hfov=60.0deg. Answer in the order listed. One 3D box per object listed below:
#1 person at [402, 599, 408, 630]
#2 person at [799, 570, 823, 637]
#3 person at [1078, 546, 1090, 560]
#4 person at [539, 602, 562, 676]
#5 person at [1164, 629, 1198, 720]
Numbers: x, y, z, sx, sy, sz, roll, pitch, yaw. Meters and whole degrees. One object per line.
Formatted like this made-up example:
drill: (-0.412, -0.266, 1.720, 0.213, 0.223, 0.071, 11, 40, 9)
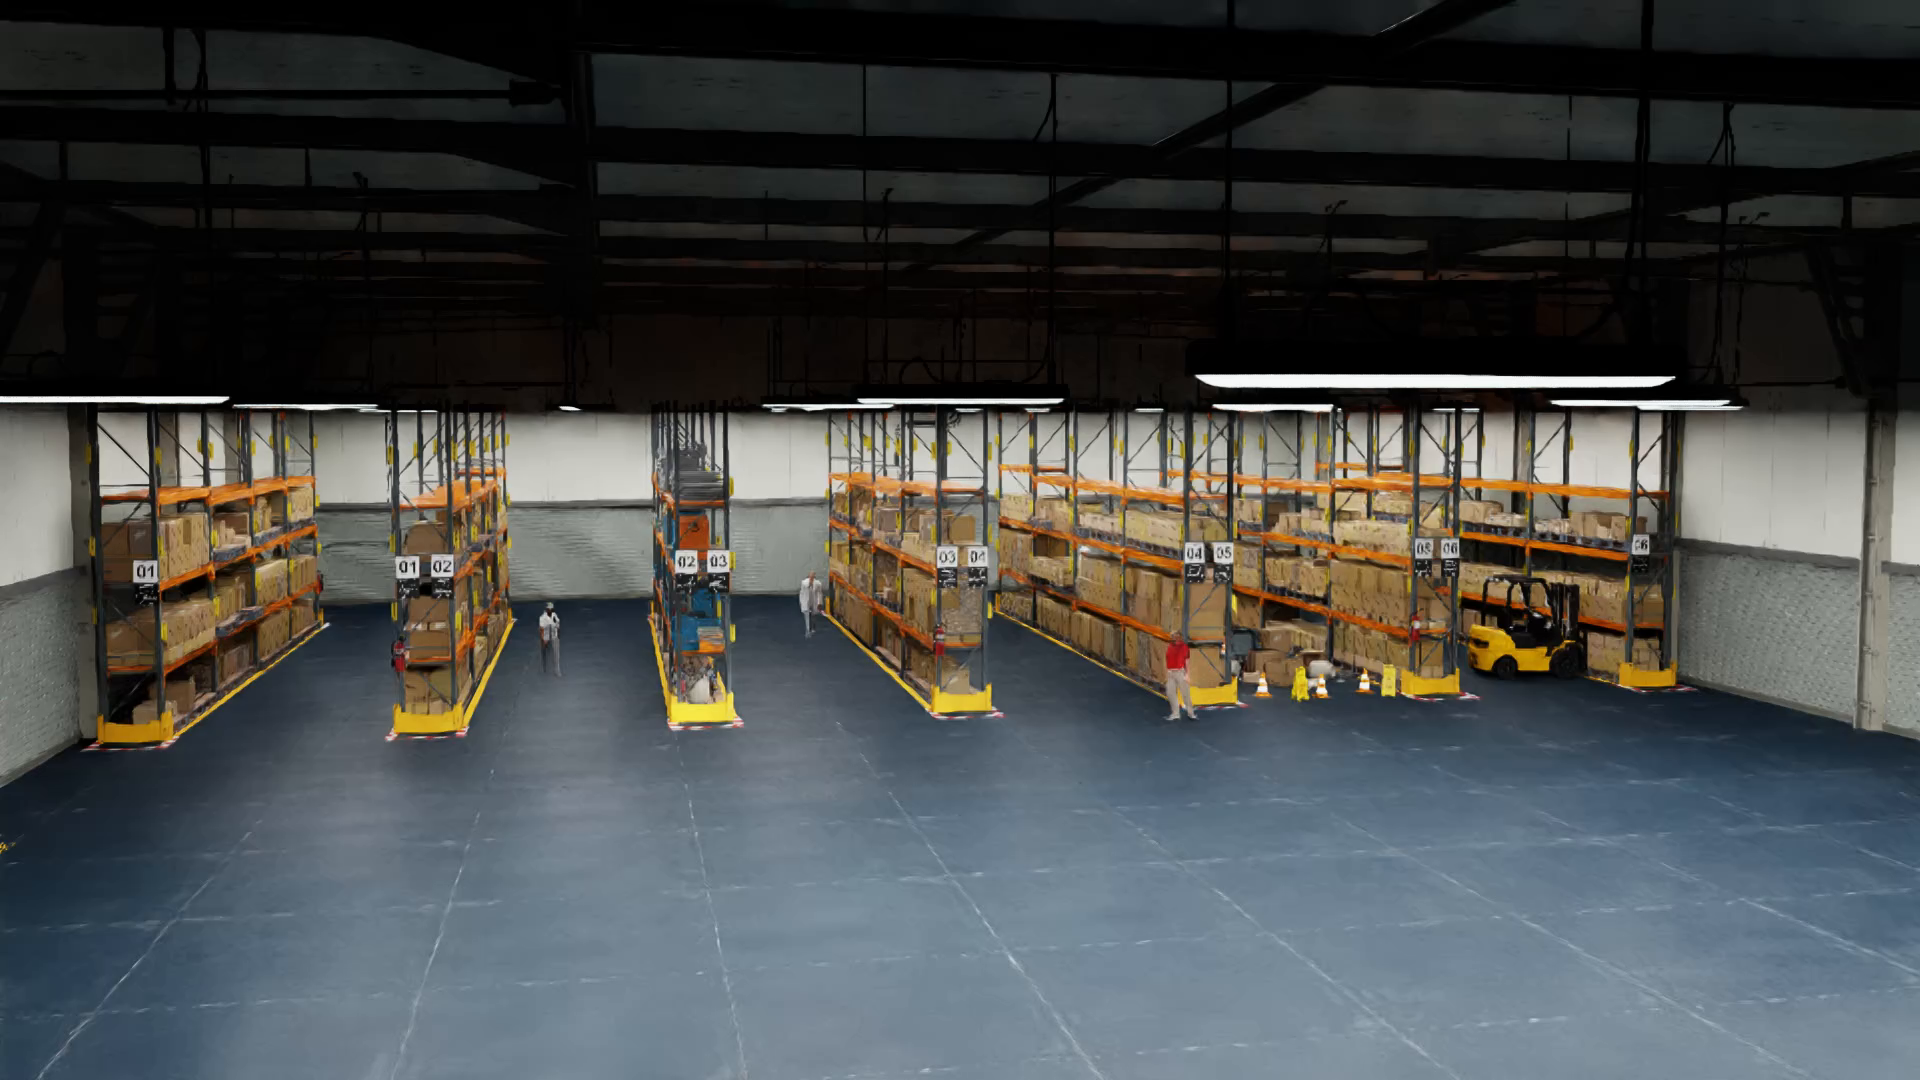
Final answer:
person: (-14.797, 1.579, 44.205, 0.346, 1.597, 0.538, -2, 5, -27)
person: (-3.836, 1.617, 42.924, 0.589, 1.697, 1.175, -1, 4, -13)
person: (3.737, 1.047, 50.151, 0.498, 1.771, 0.698, 2, 5, 19)
person: (-8.999, 2.151, 36.439, 0.443, 1.622, 0.996, -2, 5, -20)
person: (4.141, 2.519, 31.222, 0.552, 1.716, 0.651, -3, 6, -39)
